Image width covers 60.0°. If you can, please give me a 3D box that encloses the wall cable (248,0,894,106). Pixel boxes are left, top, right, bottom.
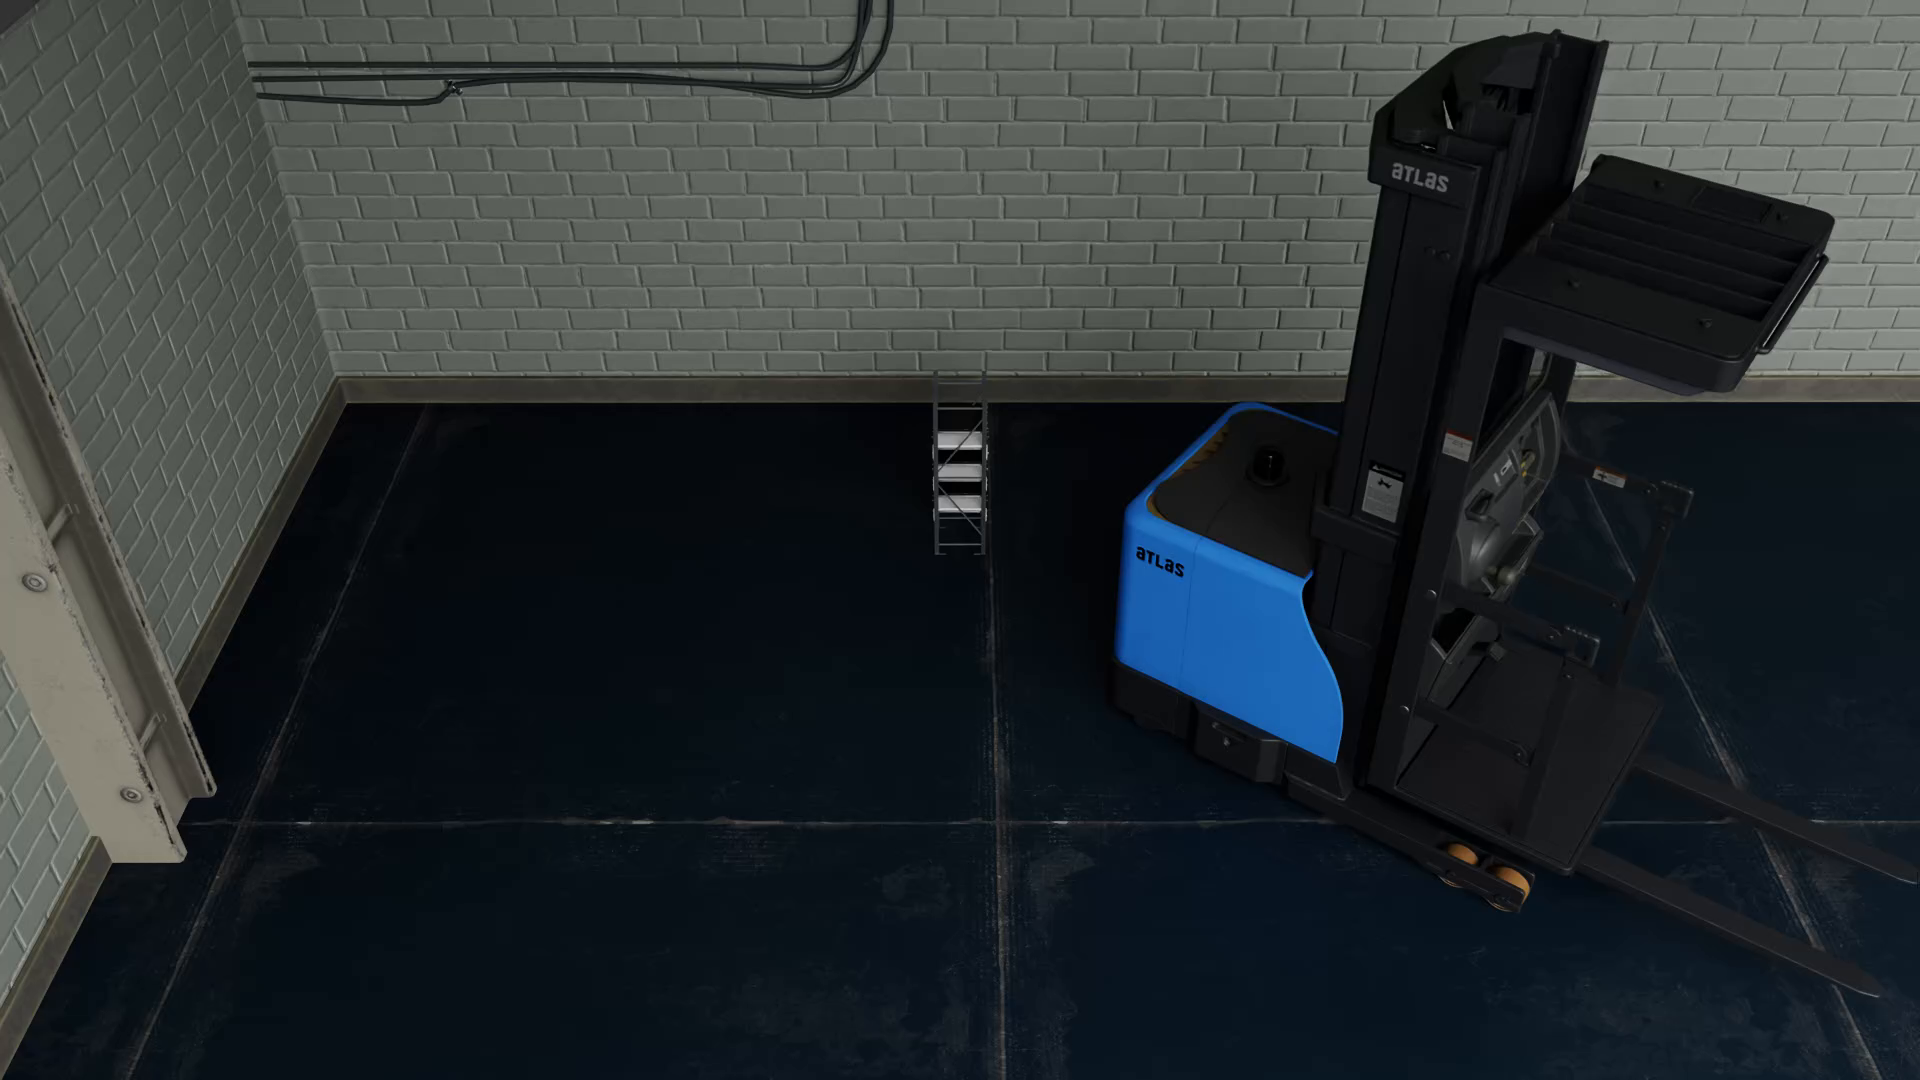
[{"bbox_3d":[-1.846,-3.019,7.050,3.097,2.526,0.112,0,39,0],"label":"wall cable"}]

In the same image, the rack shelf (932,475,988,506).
[{"bbox_3d":[0.000,-0.250,7.785,0.258,0.077,0.200,0,39,0],"label":"rack shelf"}]

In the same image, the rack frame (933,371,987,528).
[{"bbox_3d":[0.000,-0.410,7.787,0.240,0.900,0.006,0,39,0],"label":"rack frame"}]

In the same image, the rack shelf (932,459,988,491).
[{"bbox_3d":[0.000,-0.320,7.729,0.258,0.077,0.200,0,39,0],"label":"rack shelf"}]

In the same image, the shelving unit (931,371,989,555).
[{"bbox_3d":[0.000,-0.346,7.708,0.258,0.900,0.210,0,39,0],"label":"shelving unit"}]

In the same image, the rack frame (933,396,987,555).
[{"bbox_3d":[0.000,-0.282,7.628,0.240,0.900,0.006,0,39,0],"label":"rack frame"}]

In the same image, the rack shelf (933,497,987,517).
[{"bbox_3d":[0.000,-0.180,7.841,0.258,0.077,0.200,0,39,0],"label":"rack shelf"}]

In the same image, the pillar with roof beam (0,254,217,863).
[{"bbox_3d":[1.140,-2.391,3.783,9.100,9.000,0.400,0,39,0],"label":"pillar with roof beam"}]

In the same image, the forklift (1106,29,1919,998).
[{"bbox_3d":[2.113,-0.129,5.813,3.031,2.935,1.130,24,45,27],"label":"forklift"}]

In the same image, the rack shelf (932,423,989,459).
[{"bbox_3d":[0.000,-0.461,7.616,0.258,0.077,0.200,0,39,0],"label":"rack shelf"}]

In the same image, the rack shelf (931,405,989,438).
[{"bbox_3d":[0.000,-0.531,7.560,0.258,0.077,0.200,0,39,0],"label":"rack shelf"}]

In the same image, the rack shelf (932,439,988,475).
[{"bbox_3d":[0.000,-0.390,7.672,0.258,0.077,0.200,0,39,0],"label":"rack shelf"}]
